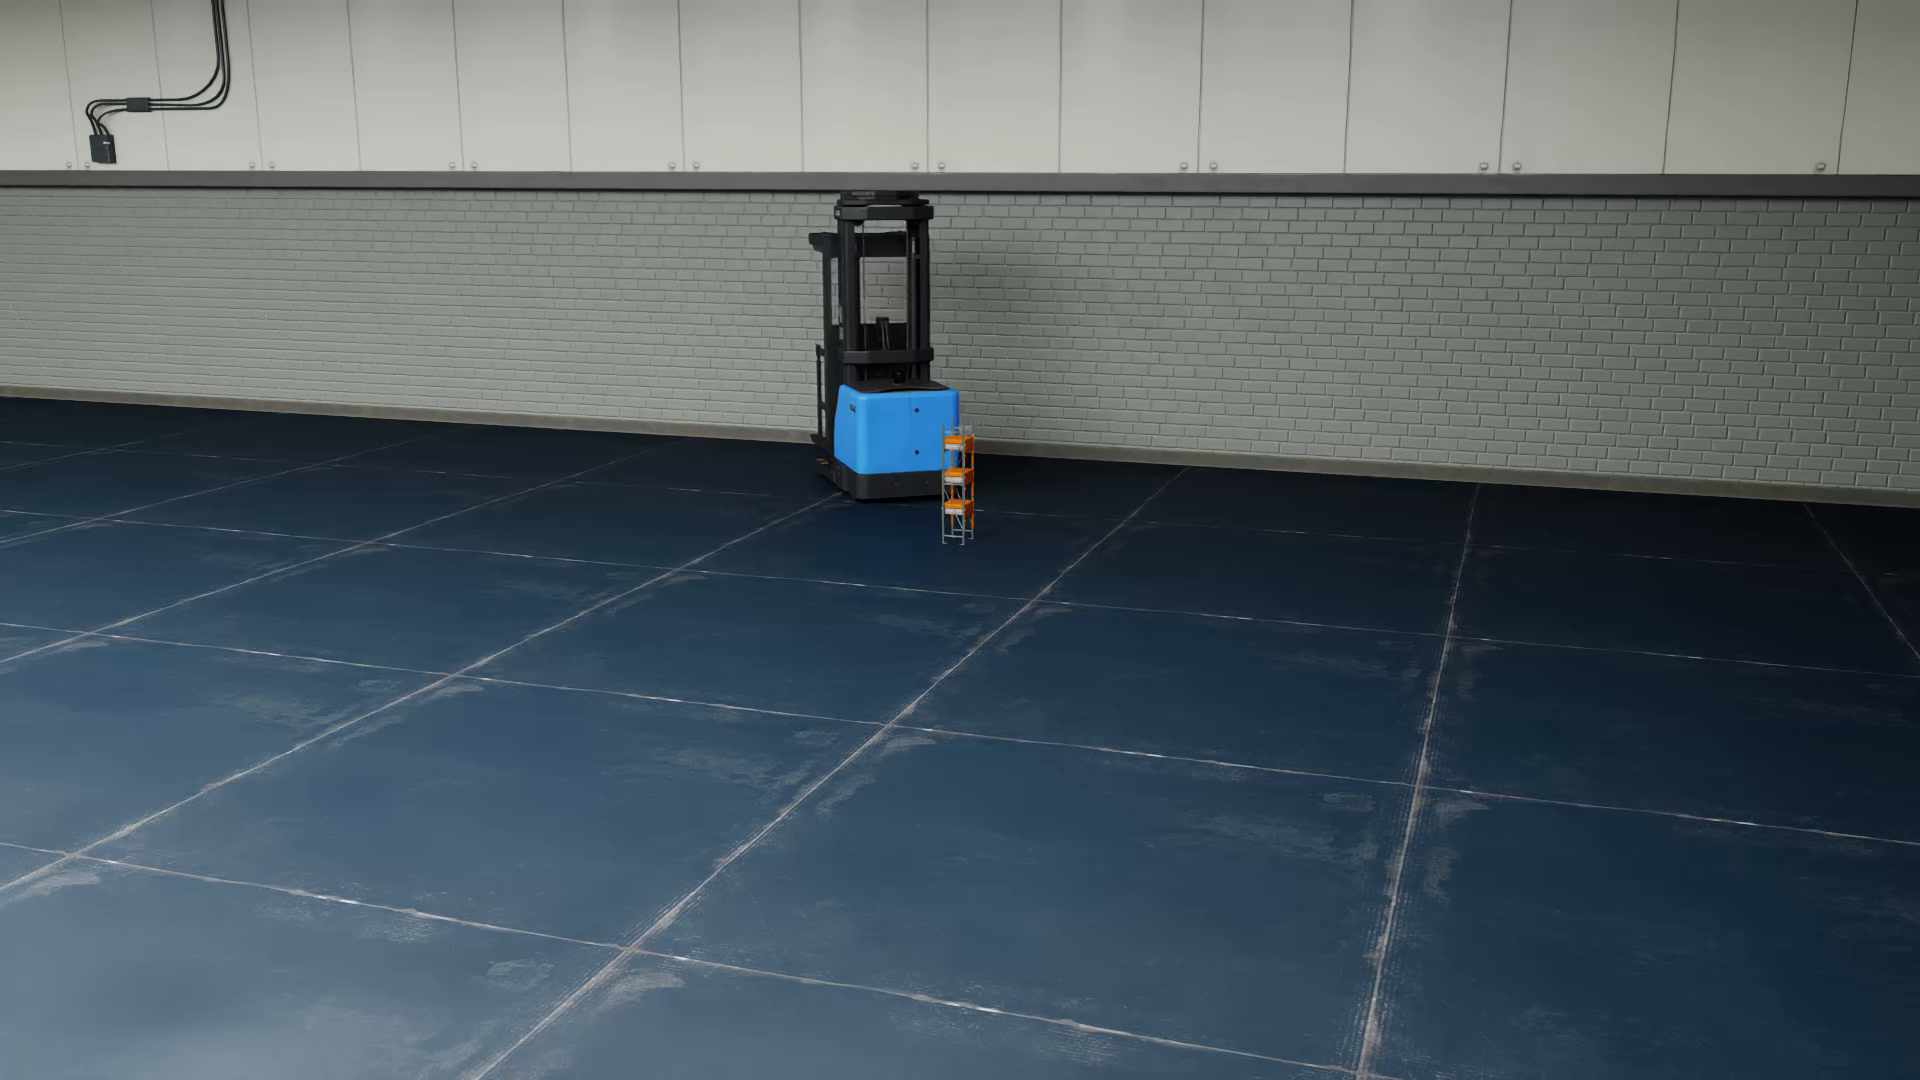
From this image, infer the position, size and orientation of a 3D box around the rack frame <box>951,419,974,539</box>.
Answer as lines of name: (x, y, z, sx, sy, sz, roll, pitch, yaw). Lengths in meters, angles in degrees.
rack frame: (0.022, -0.526, 14.434, 0.200, 1.050, 0.008, 4, 14, 18)

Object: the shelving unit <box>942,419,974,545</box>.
shelving unit: (-0.017, -0.501, 14.322, 0.215, 1.050, 0.252, 4, 14, 18)

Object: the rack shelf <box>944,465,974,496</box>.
rack shelf: (-0.017, -0.490, 14.324, 0.215, 0.259, 0.240, 4, 14, 18)

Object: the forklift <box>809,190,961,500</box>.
forklift: (-0.914, -2.099, 17.098, 1.130, 2.935, 3.031, -4, 13, -17)

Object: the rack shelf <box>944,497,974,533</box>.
rack shelf: (-0.017, -0.219, 14.386, 0.215, 0.259, 0.240, 4, 14, 18)

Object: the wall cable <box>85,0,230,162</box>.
wall cable: (-10.307, -7.813, 20.855, 2.305, 6.003, 0.169, 4, 14, 18)

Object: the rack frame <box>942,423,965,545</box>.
rack frame: (-0.057, -0.475, 14.209, 0.200, 1.050, 0.008, 4, 14, 18)

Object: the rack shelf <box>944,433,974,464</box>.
rack shelf: (-0.017, -0.767, 14.261, 0.215, 0.259, 0.240, 4, 14, 18)
